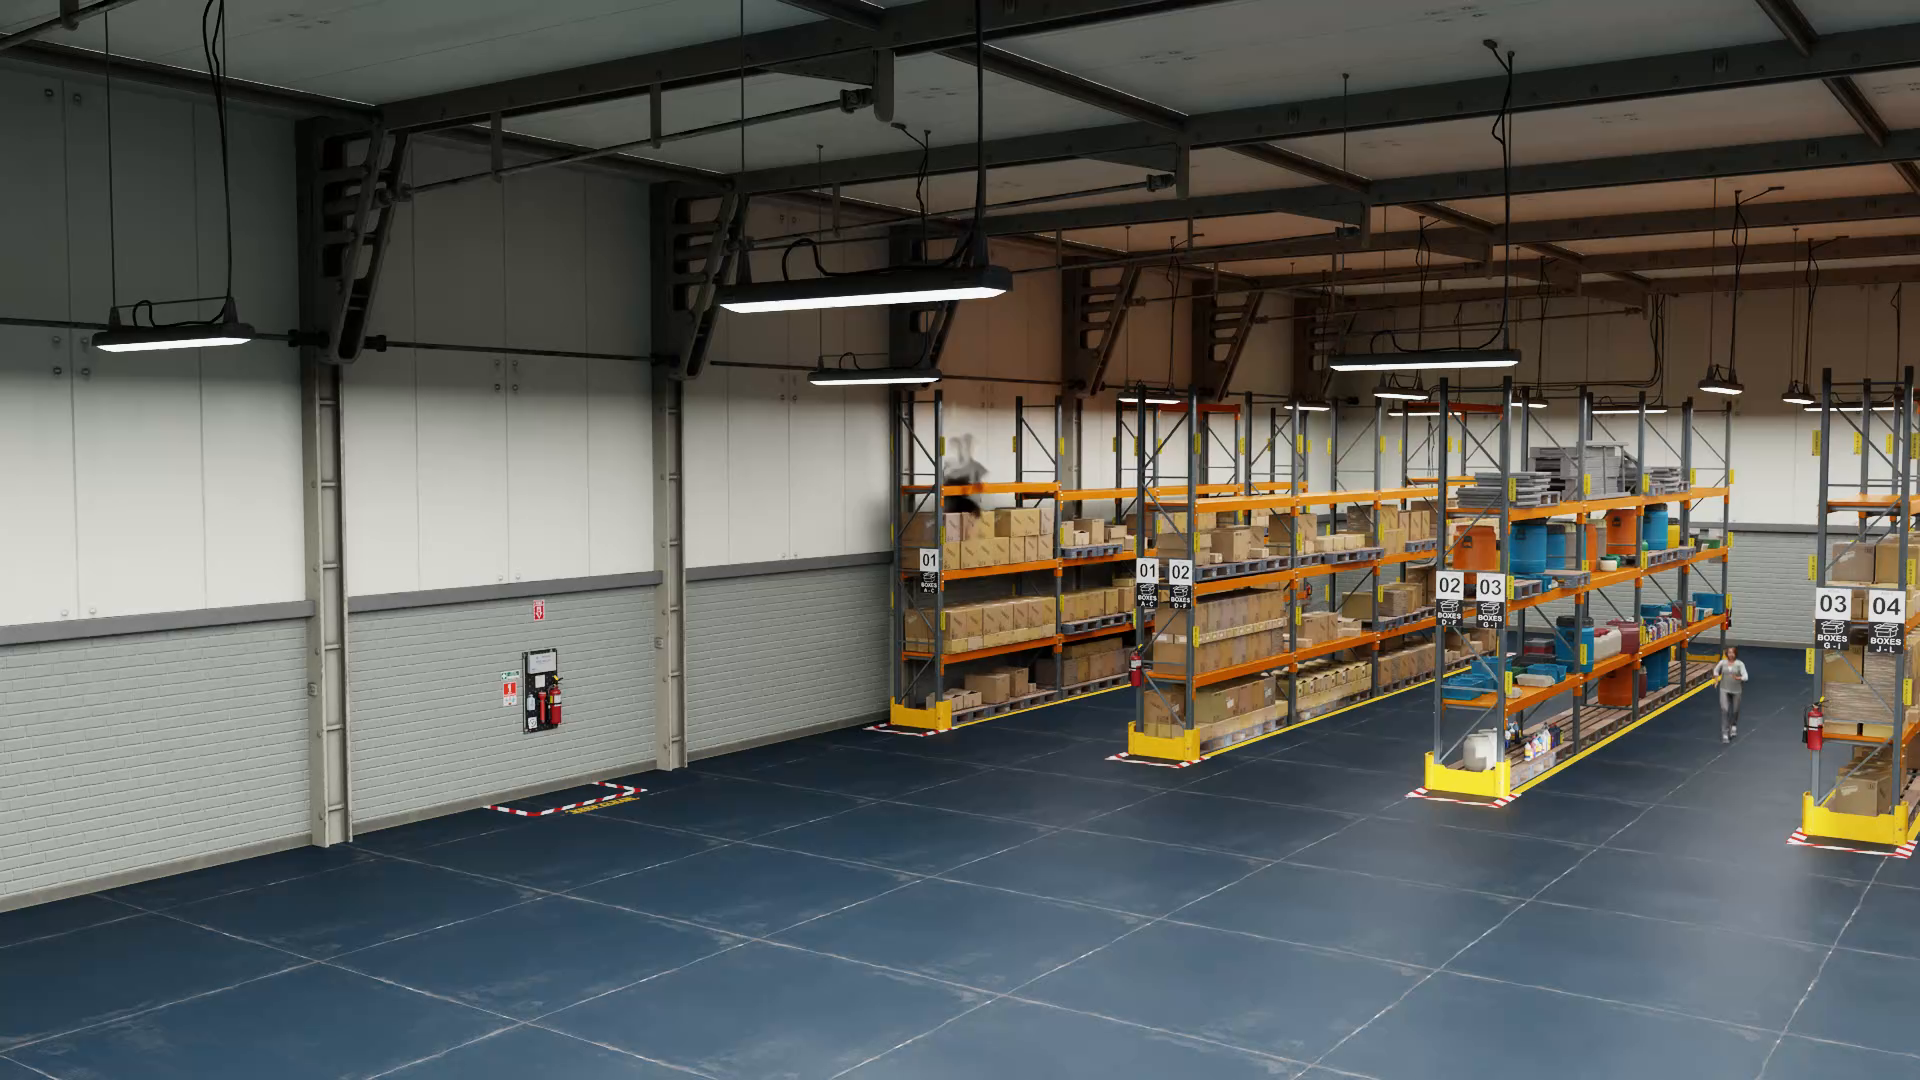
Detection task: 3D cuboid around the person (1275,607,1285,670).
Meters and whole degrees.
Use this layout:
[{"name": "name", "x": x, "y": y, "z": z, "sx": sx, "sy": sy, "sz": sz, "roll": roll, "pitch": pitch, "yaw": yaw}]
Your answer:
[{"name": "person", "x": 6.620, "y": 2.170, "z": 34.677, "sx": 0.575, "sy": 1.696, "sz": 0.909, "roll": 2, "pitch": 4, "yaw": 33}]

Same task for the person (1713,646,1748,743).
[{"name": "person", "x": 13.067, "y": 2.592, "z": 28.211, "sx": 0.531, "sy": 1.594, "sz": 0.883, "roll": 1, "pitch": 4, "yaw": 24}]
